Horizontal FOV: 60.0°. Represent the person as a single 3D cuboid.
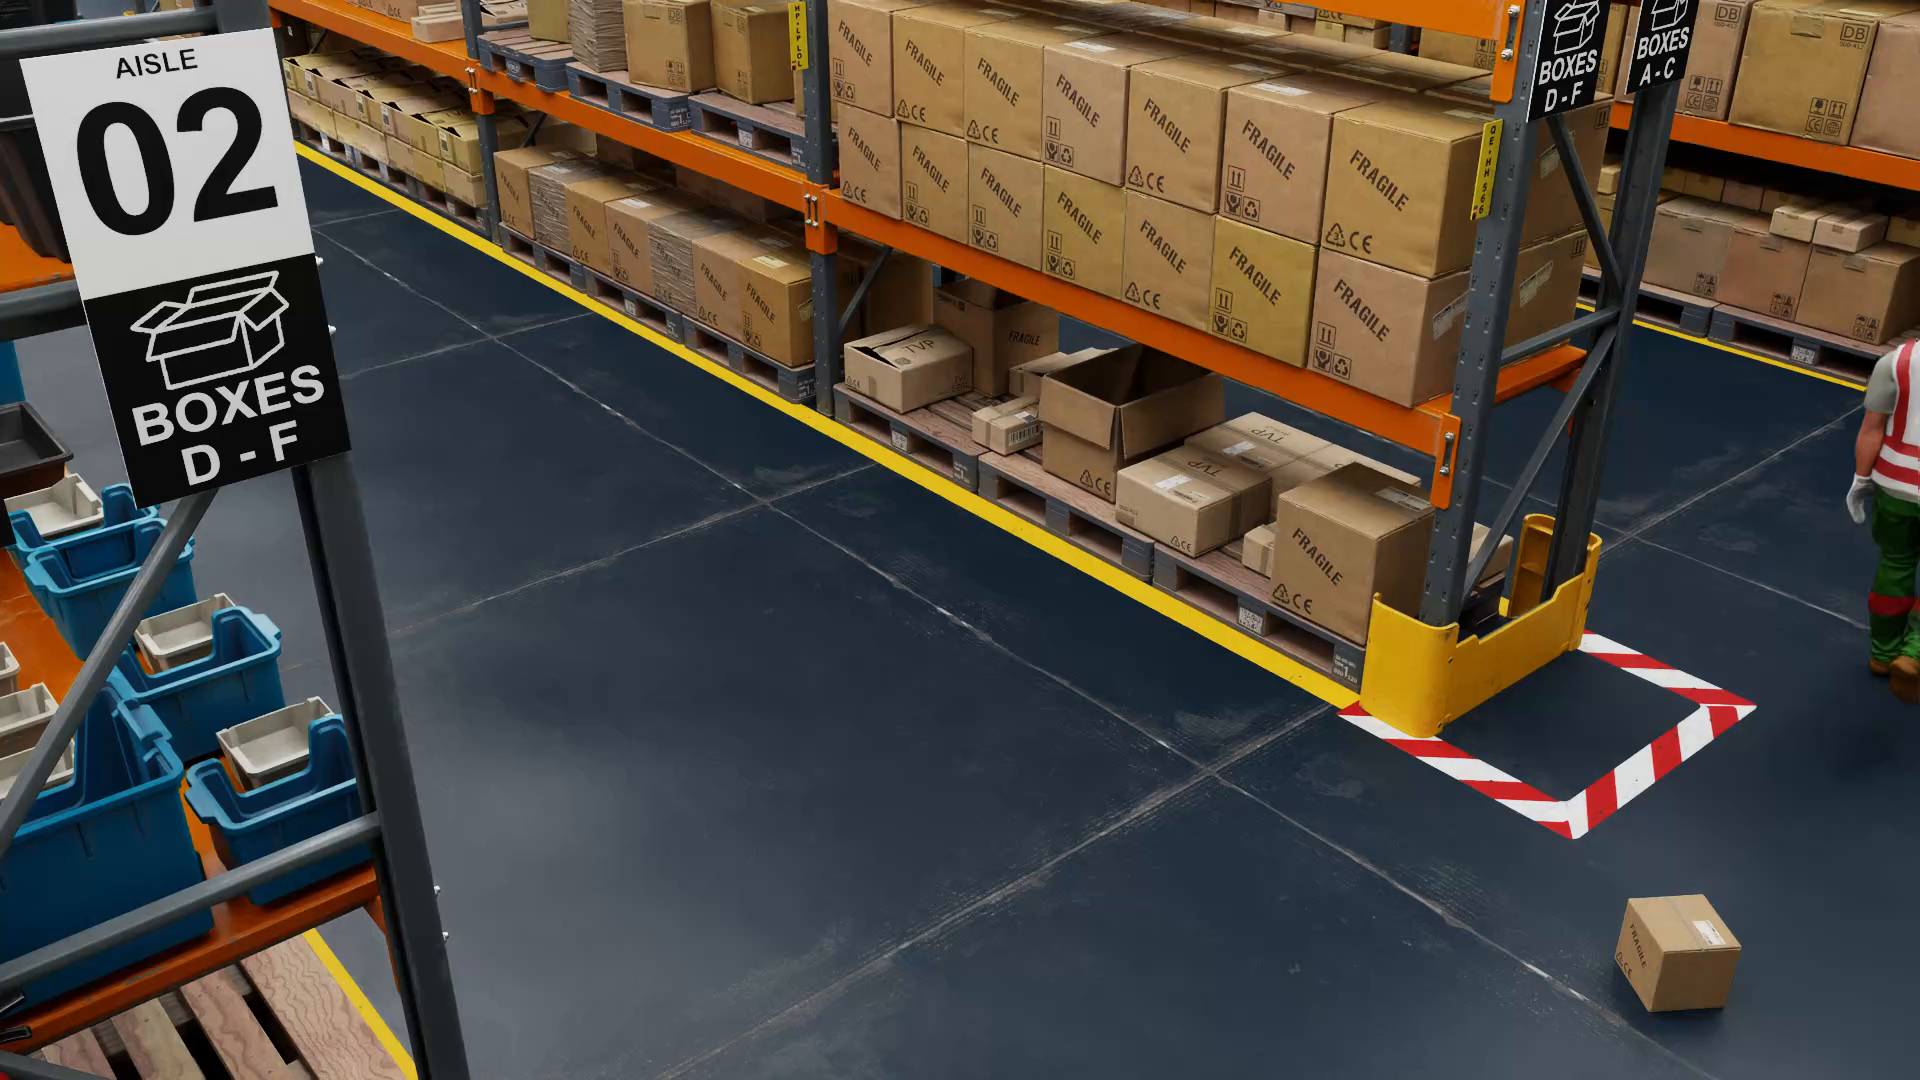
[{"bbox_3d":[3.746,-0.199,6.451,0.569,1.762,0.764,21,34,34],"label":"person"}]
